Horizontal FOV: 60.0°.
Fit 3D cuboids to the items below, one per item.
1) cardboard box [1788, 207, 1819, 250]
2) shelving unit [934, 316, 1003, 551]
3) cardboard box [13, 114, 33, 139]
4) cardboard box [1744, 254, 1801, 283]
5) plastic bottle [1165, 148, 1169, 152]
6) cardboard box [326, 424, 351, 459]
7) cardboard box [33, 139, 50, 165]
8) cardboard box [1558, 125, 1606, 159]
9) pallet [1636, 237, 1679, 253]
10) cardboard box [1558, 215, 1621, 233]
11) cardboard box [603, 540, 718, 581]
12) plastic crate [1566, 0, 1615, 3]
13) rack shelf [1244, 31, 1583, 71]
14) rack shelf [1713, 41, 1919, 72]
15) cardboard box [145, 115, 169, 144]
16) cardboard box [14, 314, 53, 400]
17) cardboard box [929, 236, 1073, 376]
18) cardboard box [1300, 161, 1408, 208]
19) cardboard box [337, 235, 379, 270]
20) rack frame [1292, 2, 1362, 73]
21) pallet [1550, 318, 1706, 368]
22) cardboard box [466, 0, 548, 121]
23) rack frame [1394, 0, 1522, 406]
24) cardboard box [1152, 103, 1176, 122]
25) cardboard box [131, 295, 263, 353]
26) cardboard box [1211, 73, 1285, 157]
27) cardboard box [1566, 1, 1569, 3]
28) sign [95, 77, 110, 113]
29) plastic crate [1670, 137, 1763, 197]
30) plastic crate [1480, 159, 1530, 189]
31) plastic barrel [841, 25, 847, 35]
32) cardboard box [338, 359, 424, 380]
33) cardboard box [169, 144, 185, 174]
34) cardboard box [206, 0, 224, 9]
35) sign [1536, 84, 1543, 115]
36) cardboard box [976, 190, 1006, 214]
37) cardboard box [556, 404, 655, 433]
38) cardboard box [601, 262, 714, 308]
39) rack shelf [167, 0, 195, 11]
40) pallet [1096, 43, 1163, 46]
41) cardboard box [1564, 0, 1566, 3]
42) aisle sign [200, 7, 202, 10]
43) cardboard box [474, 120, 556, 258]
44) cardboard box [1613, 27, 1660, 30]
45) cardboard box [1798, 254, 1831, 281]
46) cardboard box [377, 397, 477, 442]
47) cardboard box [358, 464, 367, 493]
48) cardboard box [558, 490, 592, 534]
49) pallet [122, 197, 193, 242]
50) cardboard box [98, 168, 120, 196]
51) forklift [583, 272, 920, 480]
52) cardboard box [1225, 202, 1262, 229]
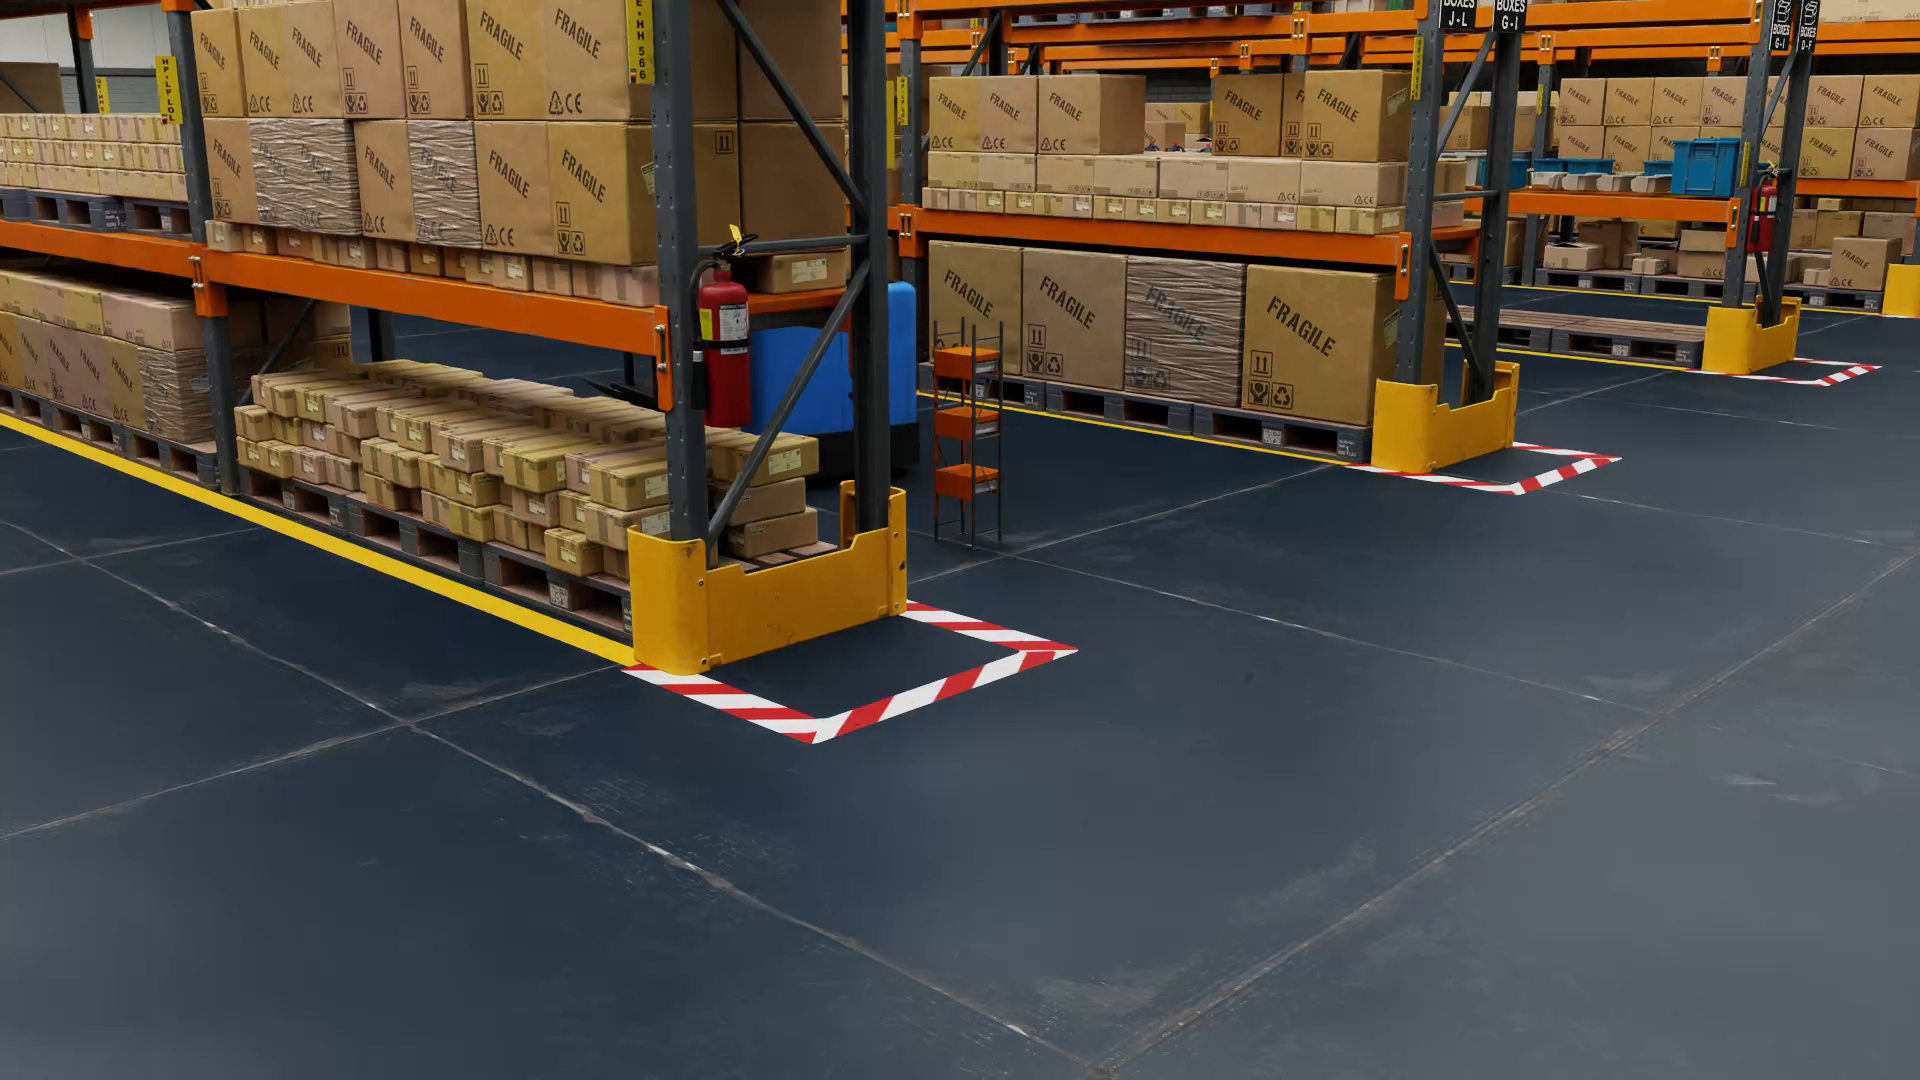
[{"bbox_3d":[11.111,-4.109,21.879,0.500,0.500,0.700,13,20,42],"label":"cardboard box"},{"bbox_3d":[0.039,-0.499,7.764,0.252,1.050,0.215,14,20,42],"label":"shelving unit"},{"bbox_3d":[-5.668,-2.591,10.411,0.250,0.149,0.380,13,19,40],"label":"cardboard box"},{"bbox_3d":[8.502,-2.858,17.534,0.500,0.250,0.500,14,20,42],"label":"cardboard box"},{"bbox_3d":[2.125,-3.939,17.332,0.133,0.283,0.061,14,20,42],"label":"plastic bottle"},{"bbox_3d":[-2.870,-0.508,8.164,0.250,0.149,0.380,12,19,39],"label":"cardboard box"},{"bbox_3d":[-5.465,-2.397,10.259,0.250,0.149,0.380,14,20,42],"label":"cardboard box"},{"bbox_3d":[7.026,-4.364,18.532,0.500,0.500,0.500,-14,20,-43],"label":"cardboard box"},{"bbox_3d":[9.676,-4.126,23.347,1.213,0.211,1.003,14,20,42],"label":"pallet"},{"bbox_3d":[9.084,-4.762,23.689,0.750,0.750,0.750,-14,20,-43],"label":"cardboard box"},{"bbox_3d":[-1.190,0.048,6.619,0.250,0.149,0.380,14,20,43],"label":"cardboard box"},{"bbox_3d":[5.378,-4.594,13.789,0.767,0.338,0.504,14,20,42],"label":"plastic crate"},{"bbox_3d":[5.409,-5.907,20.132,4.000,0.370,1.077,14,20,42],"label":"rack shelf"},{"bbox_3d":[11.724,-6.107,20.899,4.000,0.370,1.077,14,20,42],"label":"rack shelf"},{"bbox_3d":[-4.164,-2.225,9.008,0.250,0.149,0.380,13,19,41],"label":"cardboard box"},{"bbox_3d":[-5.729,-1.210,10.752,0.500,0.500,0.500,14,20,43],"label":"cardboard box"},{"bbox_3d":[0.389,-1.701,11.894,0.875,0.875,0.875,14,20,42],"label":"cardboard box"},{"bbox_3d":[2.316,-2.064,9.613,0.500,0.250,0.500,13,20,41],"label":"cardboard box"},{"bbox_3d":[-2.587,-1.322,7.554,0.380,0.149,0.250,-13,20,-42],"label":"cardboard box"},{"bbox_3d":[3.408,-3.555,15.628,0.127,3.000,1.000,14,20,42],"label":"rack frame"},{"bbox_3d":[5.720,-1.657,13.874,1.213,0.211,1.003,14,20,42],"label":"pallet"},{"bbox_3d":[-1.533,-1.874,6.402,0.500,0.500,0.500,13,19,40],"label":"cardboard box"},{"bbox_3d":[2.849,-1.956,9.491,0.127,3.000,1.000,14,20,42],"label":"rack frame"},{"bbox_3d":[3.607,-7.167,28.258,0.500,0.500,0.500,14,20,42],"label":"cardboard box"},{"bbox_3d":[-4.257,-1.215,9.283,0.500,0.250,0.500,13,19,41],"label":"cardboard box"},{"bbox_3d":[1.954,-2.701,10.568,0.500,0.500,0.500,13,19,41],"label":"cardboard box"},{"bbox_3d":[8.601,-7.510,23.785,0.700,0.500,0.500,-13,20,-41],"label":"cardboard box"},{"bbox_3d":[-6.055,-3.096,11.726,0.005,0.325,0.100,14,20,42],"label":"sign"},{"bbox_3d":[5.916,-2.926,13.025,0.499,0.435,0.616,14,20,42],"label":"plastic crate"},{"bbox_3d":[4.631,-3.116,14.156,0.300,0.233,0.416,14,20,42],"label":"plastic crate"},{"bbox_3d":[-1.364,-6.486,19.931,0.600,0.901,0.600,0,15,0],"label":"plastic barrel"},{"bbox_3d":[-3.109,-0.870,8.965,0.380,0.149,0.250,-14,20,-43],"label":"cardboard box"},{"bbox_3d":[-3.969,-2.033,8.862,0.380,0.149,0.250,-14,20,-42],"label":"cardboard box"},{"bbox_3d":[-8.512,-6.175,19.241,0.380,0.149,0.250,-14,20,-43],"label":"cardboard box"},{"bbox_3d":[6.466,-4.913,18.542,0.005,0.325,0.100,14,20,42],"label":"sign"},{"bbox_3d":[0.331,-2.331,11.426,0.380,0.149,0.250,-14,20,-42],"label":"cardboard box"},{"bbox_3d":[-1.611,-0.511,7.586,0.380,0.149,0.250,-14,20,-42],"label":"cardboard box"},{"bbox_3d":[-1.097,-0.958,6.158,0.250,0.149,0.380,14,20,42],"label":"cardboard box"},{"bbox_3d":[-2.106,-2.527,7.160,4.000,0.370,1.077,14,20,42],"label":"rack shelf"},{"bbox_3d":[2.611,-6.812,22.551,1.003,0.211,1.213,-13,20,-42],"label":"pallet"},{"bbox_3d":[6.537,-6.307,19.010,0.600,0.600,0.600,11,18,37],"label":"cardboard box"},{"bbox_3d":[-8.922,-5.971,19.743,0.004,0.787,0.394,14,20,42],"label":"aisle sign"},{"bbox_3d":[-1.536,-1.389,6.526,0.500,0.500,0.500,13,20,41],"label":"cardboard box"},{"bbox_3d":[7.384,-5.615,17.880,0.500,0.250,0.500,14,20,42],"label":"cardboard box"},{"bbox_3d":[9.173,-2.870,17.580,0.500,0.250,0.500,14,20,42],"label":"cardboard box"},{"bbox_3d":[-2.485,-0.560,7.772,0.250,0.149,0.380,13,19,40],"label":"cardboard box"},{"bbox_3d":[-2.665,-0.319,8.027,0.250,0.149,0.380,13,19,40],"label":"cardboard box"},{"bbox_3d":[-1.395,-0.137,6.742,0.250,0.149,0.380,13,19,41],"label":"cardboard box"},{"bbox_3d":[-3.995,-1.841,9.430,1.213,0.211,1.003,14,20,42],"label":"pallet"},{"bbox_3d":[-4.719,-2.070,9.593,0.250,0.149,0.380,13,19,40],"label":"cardboard box"},{"bbox_3d":[-1.449,-2.023,9.882,1.130,2.935,3.031,-9,17,-32],"label":"forklift"},{"bbox_3d":[1.816,-1.971,10.045,0.250,0.149,0.380,14,20,43],"label":"cardboard box"}]
